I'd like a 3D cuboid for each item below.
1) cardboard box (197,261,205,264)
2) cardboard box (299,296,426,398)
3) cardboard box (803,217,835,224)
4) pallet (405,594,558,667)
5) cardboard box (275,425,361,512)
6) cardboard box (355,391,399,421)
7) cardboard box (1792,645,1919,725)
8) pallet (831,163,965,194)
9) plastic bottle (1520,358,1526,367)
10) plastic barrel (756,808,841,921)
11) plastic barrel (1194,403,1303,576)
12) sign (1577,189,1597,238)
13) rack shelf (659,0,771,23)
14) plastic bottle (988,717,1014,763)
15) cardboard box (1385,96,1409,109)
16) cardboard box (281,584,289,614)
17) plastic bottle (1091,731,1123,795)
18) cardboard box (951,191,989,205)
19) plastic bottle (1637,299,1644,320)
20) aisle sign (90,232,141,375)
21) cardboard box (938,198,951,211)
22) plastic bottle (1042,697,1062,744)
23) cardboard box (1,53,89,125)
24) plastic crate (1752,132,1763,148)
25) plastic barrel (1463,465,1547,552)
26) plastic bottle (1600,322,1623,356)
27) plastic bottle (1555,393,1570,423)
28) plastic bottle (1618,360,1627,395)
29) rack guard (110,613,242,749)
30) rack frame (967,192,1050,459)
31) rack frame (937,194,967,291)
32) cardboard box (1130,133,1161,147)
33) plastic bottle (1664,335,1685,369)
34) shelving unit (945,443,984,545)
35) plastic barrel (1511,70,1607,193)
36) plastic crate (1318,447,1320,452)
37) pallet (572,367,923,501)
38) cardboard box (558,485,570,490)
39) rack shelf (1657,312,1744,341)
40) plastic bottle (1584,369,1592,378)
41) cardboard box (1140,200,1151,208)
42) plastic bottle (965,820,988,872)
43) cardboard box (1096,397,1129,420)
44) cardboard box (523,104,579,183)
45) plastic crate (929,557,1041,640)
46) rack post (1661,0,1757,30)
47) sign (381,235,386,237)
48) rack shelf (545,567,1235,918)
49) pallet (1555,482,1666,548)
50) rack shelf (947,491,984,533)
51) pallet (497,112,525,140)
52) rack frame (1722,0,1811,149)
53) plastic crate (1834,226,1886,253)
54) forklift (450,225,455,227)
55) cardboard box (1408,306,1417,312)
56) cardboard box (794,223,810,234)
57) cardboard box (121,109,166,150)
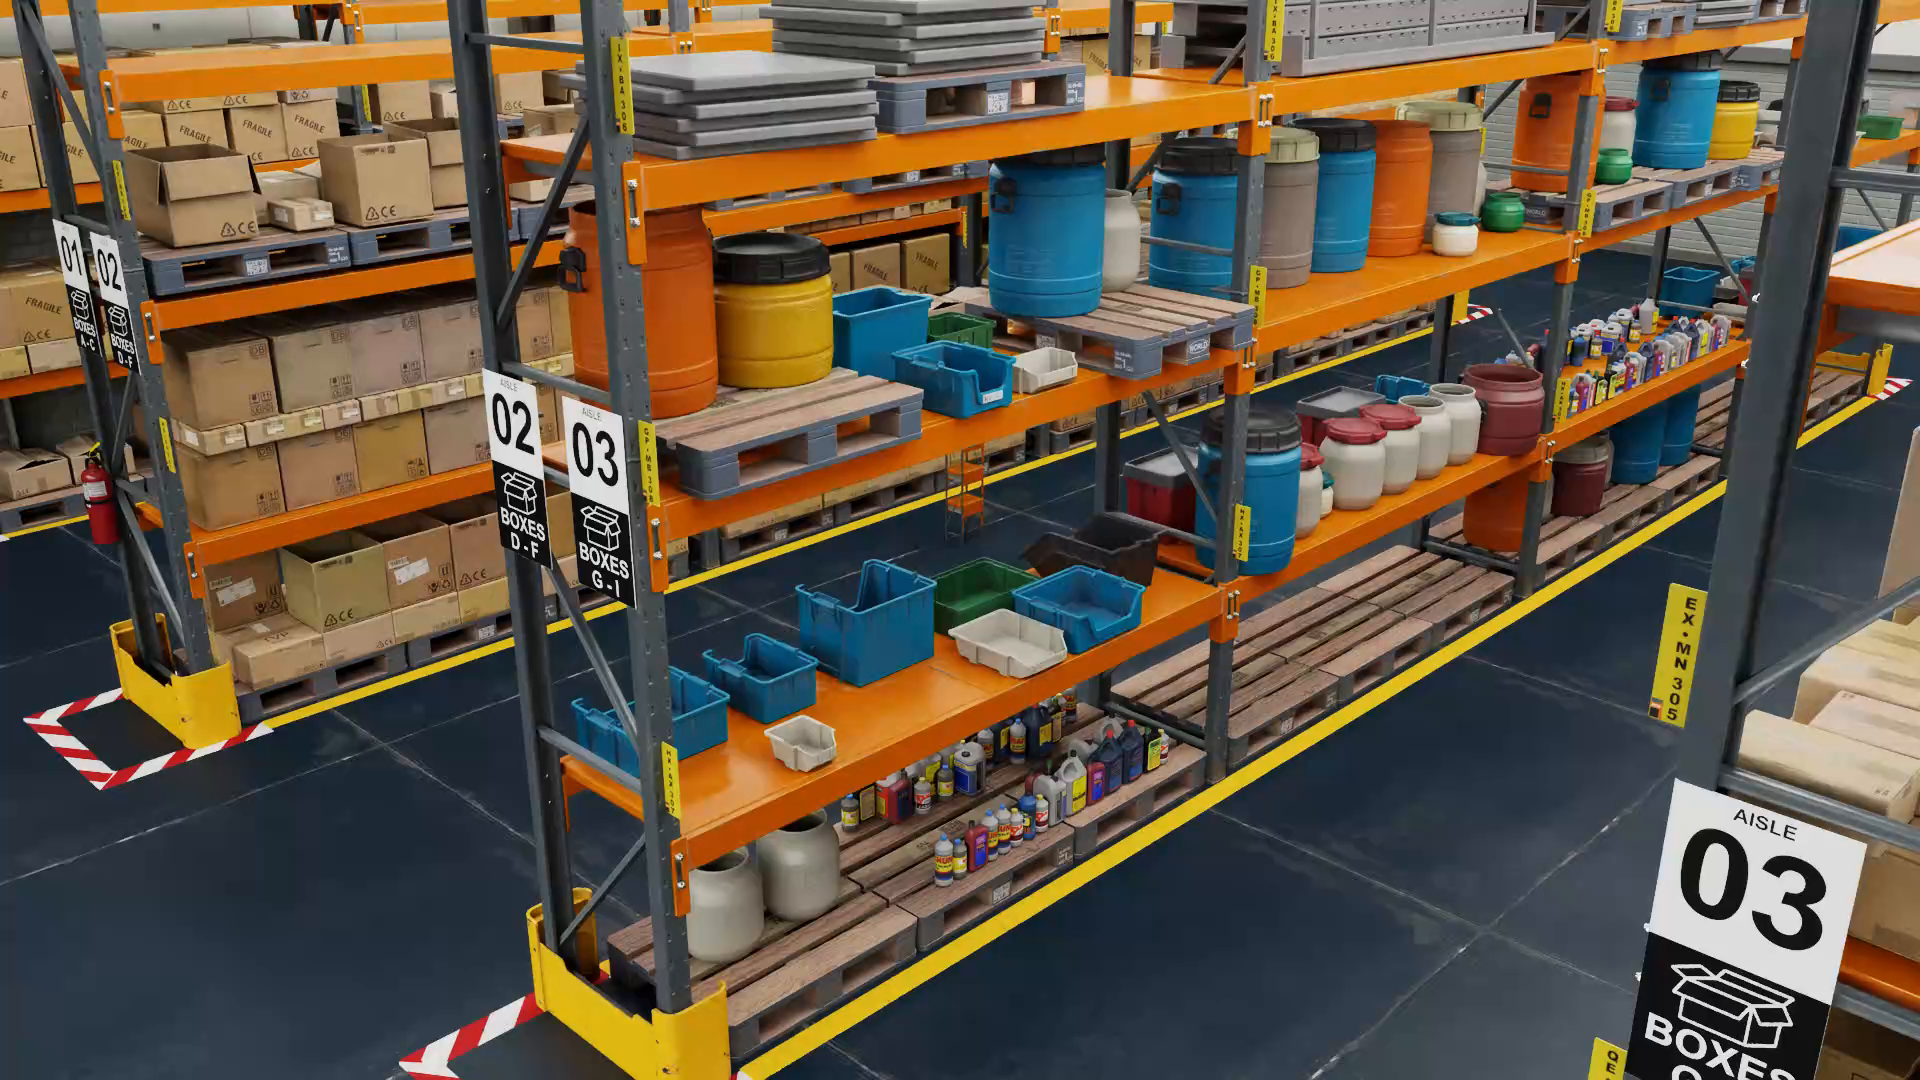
[{"bbox_3d":[-6.691,-2.366,15.046,0.500,0.500,0.500,18,28,39],"label":"cardboard box"},{"bbox_3d":[-4.033,-1.314,11.226,0.700,0.500,0.500,19,28,41],"label":"cardboard box"},{"bbox_3d":[-1.848,-4.075,19.776,0.500,0.500,0.500,19,28,40],"label":"cardboard box"},{"bbox_3d":[-3.764,0.518,12.295,1.003,0.211,1.213,19,28,41],"label":"pallet"},{"bbox_3d":[-4.421,-0.564,11.085,0.500,0.500,0.700,-19,28,-41],"label":"cardboard box"},{"bbox_3d":[-3.971,-0.927,11.124,0.380,0.149,0.250,18,27,39],"label":"cardboard box"},{"bbox_3d":[2.325,0.415,4.149,0.380,0.149,0.250,18,27,38],"label":"cardboard box"},{"bbox_3d":[-0.725,-3.148,14.028,1.213,0.211,1.003,-19,28,-40],"label":"pallet"},{"bbox_3d":[4.647,-1.433,13.761,0.097,0.201,0.097,0,21,0],"label":"plastic bottle"},{"bbox_3d":[-0.818,1.624,8.412,0.421,0.512,0.421,0,21,0],"label":"plastic barrel"},{"bbox_3d":[1.705,-0.310,9.863,0.600,0.901,0.708,19,28,41],"label":"plastic barrel"},{"bbox_3d":[4.408,-2.296,11.694,0.100,0.325,0.005,19,28,41],"label":"sign"},{"bbox_3d":[-1.694,-6.352,19.480,1.077,0.370,4.000,19,28,41],"label":"rack shelf"},{"bbox_3d":[0.226,1.131,9.892,0.144,0.351,0.185,18,27,38],"label":"plastic bottle"},{"bbox_3d":[4.817,-5.128,19.124,0.500,0.250,0.500,19,28,41],"label":"cardboard box"},{"bbox_3d":[-4.616,0.479,11.756,0.500,0.250,0.500,19,28,41],"label":"cardboard box"},{"bbox_3d":[0.842,1.266,9.541,0.144,0.351,0.185,18,27,38],"label":"plastic bottle"},{"bbox_3d":[0.091,-4.864,21.991,0.700,0.700,0.980,-20,28,-41],"label":"cardboard box"},{"bbox_3d":[6.238,-2.067,15.295,0.061,0.283,0.133,19,28,41],"label":"plastic bottle"},{"bbox_3d":[-4.945,-1.385,9.734,0.394,0.787,0.004,19,28,41],"label":"aisle sign"},{"bbox_3d":[-0.332,-4.323,21.324,0.380,0.149,0.250,20,28,41],"label":"cardboard box"},{"bbox_3d":[0.553,1.099,10.069,0.061,0.283,0.133,19,28,41],"label":"plastic bottle"},{"bbox_3d":[-7.492,-3.716,13.680,0.500,0.500,0.500,-19,28,-41],"label":"cardboard box"},{"bbox_3d":[7.414,-3.808,15.849,0.293,0.136,0.466,19,28,41],"label":"plastic crate"},{"bbox_3d":[4.338,-0.394,13.219,0.600,0.830,0.708,19,28,41],"label":"plastic barrel"},{"bbox_3d":[5.666,-1.751,14.484,0.152,0.276,0.135,19,28,41],"label":"plastic bottle"},{"bbox_3d":[4.542,-1.053,12.668,0.152,0.276,0.135,19,28,41],"label":"plastic bottle"},{"bbox_3d":[5.288,-1.311,13.346,0.097,0.271,0.097,0,21,0],"label":"plastic bottle"},{"bbox_3d":[-5.135,0.908,10.877,1.175,0.500,0.348,19,28,41],"label":"rack guard"},{"bbox_3d":[0.462,-2.321,15.795,1.000,3.000,0.127,19,28,41],"label":"rack frame"},{"bbox_3d":[-0.299,-4.588,21.693,1.000,3.000,0.127,19,28,41],"label":"rack frame"},{"bbox_3d":[1.461,-4.153,16.241,0.910,0.500,0.500,19,28,41],"label":"cardboard box"},{"bbox_3d":[6.055,-1.610,14.118,0.152,0.276,0.135,19,28,41],"label":"plastic bottle"},{"bbox_3d":[0.037,-0.504,13.784,0.215,1.050,0.252,19,28,41],"label":"shelving unit"},{"bbox_3d":[4.407,-3.022,12.254,0.600,0.830,0.708,19,28,41],"label":"plastic barrel"},{"bbox_3d":[2.231,-0.472,11.278,0.450,0.188,0.662,19,28,41],"label":"plastic crate"},{"bbox_3d":[-0.925,-0.524,7.202,1.003,0.211,1.213,19,28,41],"label":"pallet"},{"bbox_3d":[-2.852,-0.256,12.624,0.500,0.500,0.500,19,28,41],"label":"cardboard box"},{"bbox_3d":[8.194,-2.287,16.708,1.077,0.370,4.000,19,28,41],"label":"rack shelf"},{"bbox_3d":[4.922,-1.208,13.077,0.097,0.271,0.097,0,21,0],"label":"plastic bottle"},{"bbox_3d":[2.328,-3.334,17.704,0.500,0.500,0.700,-15,26,-34],"label":"cardboard box"},{"bbox_3d":[0.087,1.597,8.774,0.133,0.283,0.061,-20,28,-41],"label":"plastic bottle"},{"bbox_3d":[1.346,-1.541,16.636,0.500,0.500,0.500,18,27,39],"label":"cardboard box"},{"bbox_3d":[-2.868,-2.938,12.298,0.500,0.500,0.500,-17,27,-38],"label":"cardboard box"},{"bbox_3d":[0.069,0.325,9.205,0.450,0.188,0.662,19,28,41],"label":"plastic crate"},{"bbox_3d":[5.478,-4.123,12.819,0.954,0.300,0.937,-17,26,-36],"label":"rack post"},{"bbox_3d":[-5.486,-2.802,15.839,0.100,0.325,0.005,19,28,41],"label":"sign"},{"bbox_3d":[-0.177,0.798,8.683,1.077,0.370,4.000,19,28,41],"label":"rack shelf"},{"bbox_3d":[5.380,-0.304,14.433,1.003,0.211,1.213,19,28,41],"label":"pallet"},{"bbox_3d":[0.037,-0.234,13.887,0.215,0.259,0.240,19,28,41],"label":"rack shelf"},{"bbox_3d":[-4.651,-4.244,16.877,1.213,0.211,1.003,19,28,41],"label":"pallet"},{"bbox_3d":[6.799,-4.909,14.165,1.000,3.000,0.127,19,28,41],"label":"rack frame"},{"bbox_3d":[9.490,-3.049,17.554,0.616,0.435,0.499,19,28,41],"label":"plastic crate"},{"bbox_3d":[-3.794,-1.891,14.771,1.130,2.935,3.031,14,25,32],"label":"forklift"},{"bbox_3d":[5.493,-2.977,20.838,0.380,0.166,0.250,19,28,41],"label":"cardboard box"},{"bbox_3d":[-2.004,-3.753,19.842,0.250,0.149,0.380,-19,28,-41],"label":"cardboard box"},{"bbox_3d":[-7.140,-3.390,14.227,0.500,0.500,0.500,-18,27,-39],"label":"cardboard box"}]
